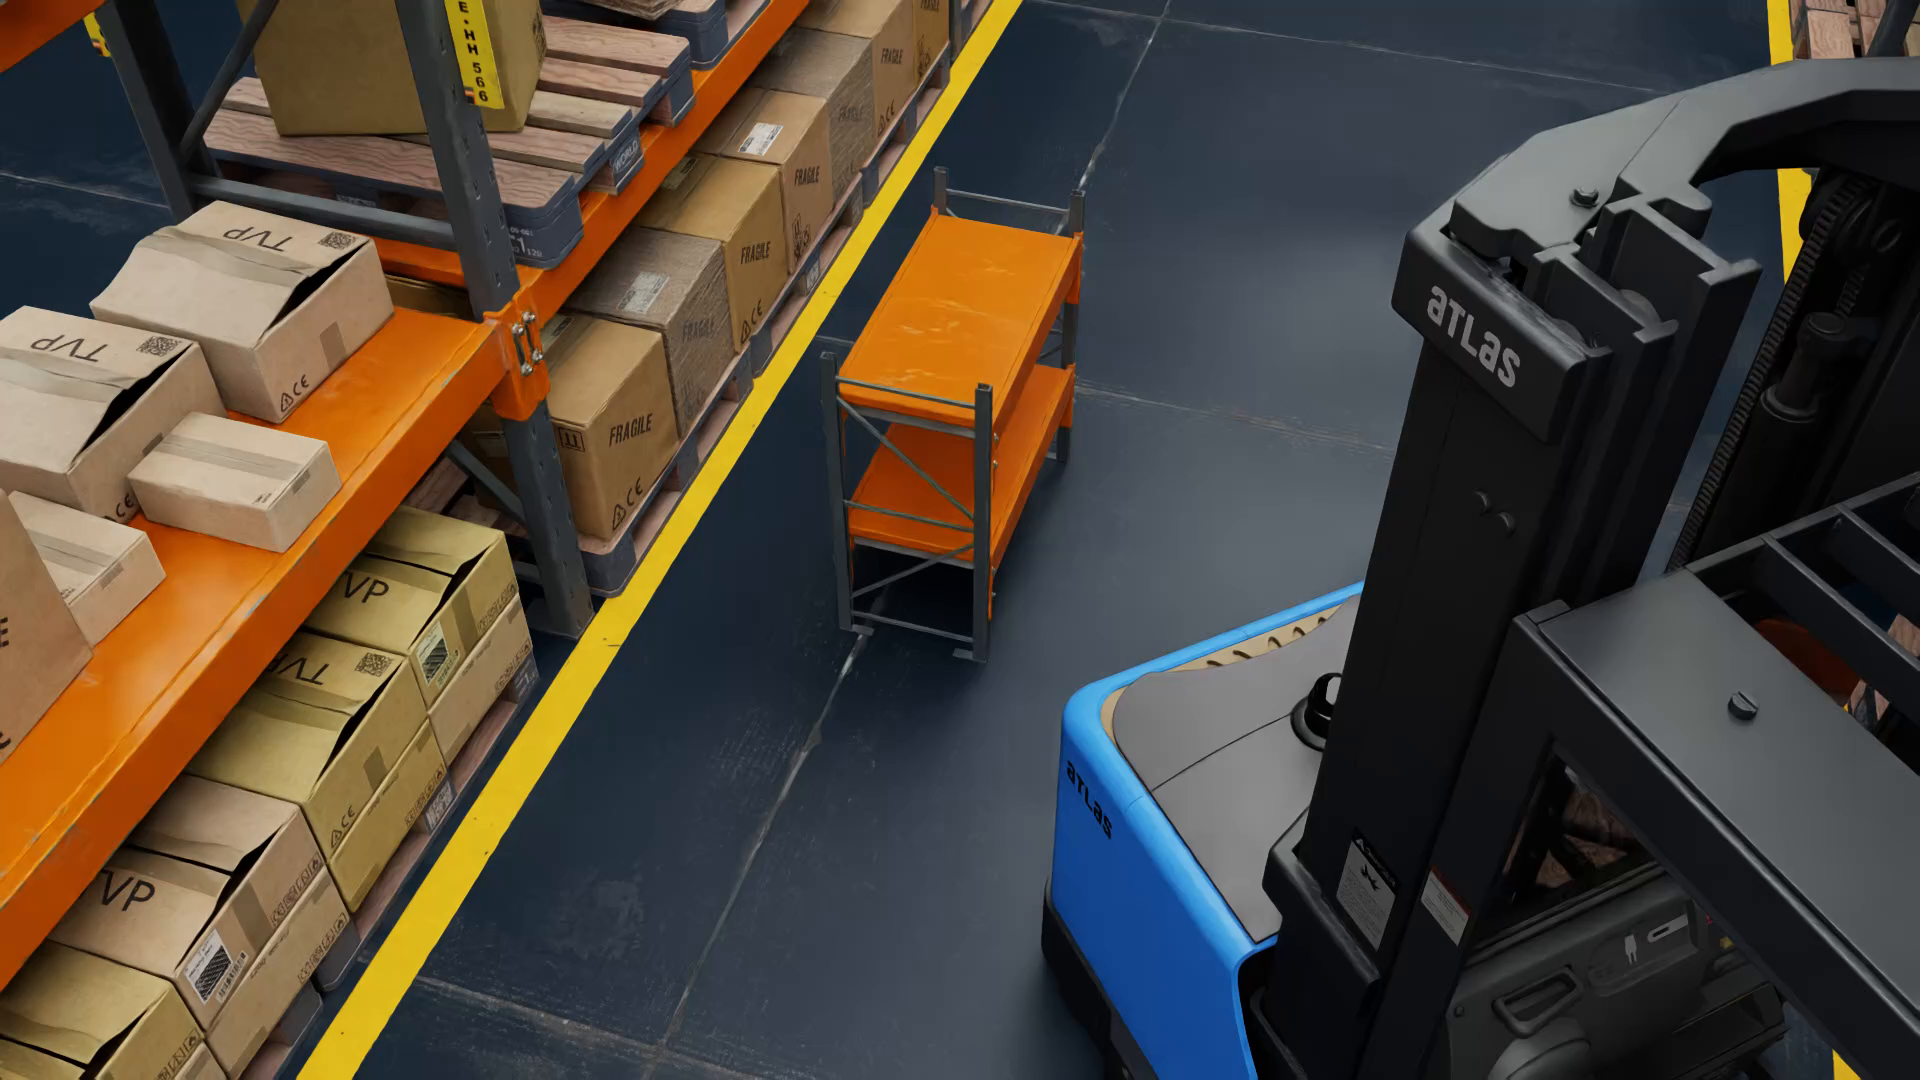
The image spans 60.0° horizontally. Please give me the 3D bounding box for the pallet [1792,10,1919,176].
[{"bbox_3d":[4.418,-2.004,7.647,1.003,0.211,1.213,13,46,13],"label":"pallet"}]

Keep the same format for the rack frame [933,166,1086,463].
[{"bbox_3d":[0.156,-0.745,5.707,0.500,1.125,0.032,13,46,13],"label":"rack frame"}]

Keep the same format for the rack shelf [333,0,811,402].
[{"bbox_3d":[-1.093,-1.964,6.126,1.077,0.370,4.000,13,46,13],"label":"rack shelf"}]

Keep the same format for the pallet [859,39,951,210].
[{"bbox_3d":[-0.698,-2.007,7.650,1.003,0.211,1.213,13,46,13],"label":"pallet"}]

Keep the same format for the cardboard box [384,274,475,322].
[{"bbox_3d":[-1.639,-0.825,5.921,0.500,0.500,0.500,14,46,14],"label":"cardboard box"}]

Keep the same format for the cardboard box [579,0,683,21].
[{"bbox_3d":[-1.157,-2.086,5.366,0.700,0.500,0.500,21,48,20],"label":"cardboard box"}]

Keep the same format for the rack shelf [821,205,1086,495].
[{"bbox_3d":[0.002,-0.616,5.156,0.538,0.278,1.000,13,46,13],"label":"rack shelf"}]

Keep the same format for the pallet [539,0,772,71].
[{"bbox_3d":[-1.114,-2.116,5.905,1.003,0.211,1.213,13,46,13],"label":"pallet"}]

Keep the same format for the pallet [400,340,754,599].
[{"bbox_3d":[-1.437,-0.381,5.988,1.003,0.211,1.213,13,46,13],"label":"pallet"}]

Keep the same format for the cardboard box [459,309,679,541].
[{"bbox_3d":[-1.289,-0.394,5.481,0.500,0.500,0.500,14,46,14],"label":"cardboard box"}]

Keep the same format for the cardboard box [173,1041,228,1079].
[{"bbox_3d":[-2.087,1.370,3.871,0.500,0.250,0.500,13,46,13],"label":"cardboard box"}]

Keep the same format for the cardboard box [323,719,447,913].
[{"bbox_3d":[-1.778,0.692,4.564,0.500,0.250,0.500,12,46,12],"label":"cardboard box"}]

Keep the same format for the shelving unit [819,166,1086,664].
[{"bbox_3d":[0.002,-0.407,5.361,0.538,1.125,1.048,13,46,13],"label":"shelving unit"}]

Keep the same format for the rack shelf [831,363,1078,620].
[{"bbox_3d":[0.002,-0.232,5.532,0.538,0.278,1.000,13,46,13],"label":"rack shelf"}]

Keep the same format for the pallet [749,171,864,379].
[{"bbox_3d":[-1.065,-1.191,6.816,1.003,0.211,1.213,13,46,13],"label":"pallet"}]

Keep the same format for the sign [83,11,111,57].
[{"bbox_3d":[-2.219,-1.382,4.246,0.100,0.325,0.005,13,46,13],"label":"sign"}]

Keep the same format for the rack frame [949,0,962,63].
[{"bbox_3d":[-0.488,-3.554,7.237,1.000,3.000,0.127,13,46,13],"label":"rack frame"}]

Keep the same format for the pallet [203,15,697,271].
[{"bbox_3d":[-1.560,-1.286,5.057,1.213,0.211,1.003,13,46,13],"label":"pallet"}]

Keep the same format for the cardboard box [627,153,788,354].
[{"bbox_3d":[-0.979,-1.078,6.179,0.500,0.500,0.500,12,46,12],"label":"cardboard box"}]

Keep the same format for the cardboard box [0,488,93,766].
[{"bbox_3d":[-2.191,0.198,3.331,0.500,0.500,0.500,10,45,10],"label":"cardboard box"}]

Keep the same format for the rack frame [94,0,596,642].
[{"bbox_3d":[-1.699,-0.888,4.512,1.000,3.000,0.127,13,46,13],"label":"rack frame"}]

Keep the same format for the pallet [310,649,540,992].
[{"bbox_3d":[-1.985,0.649,4.935,1.003,0.211,1.213,13,46,13],"label":"pallet"}]

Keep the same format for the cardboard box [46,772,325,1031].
[{"bbox_3d":[-1.929,0.829,4.022,0.500,0.311,0.500,12,46,12],"label":"cardboard box"}]

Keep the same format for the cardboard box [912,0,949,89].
[{"bbox_3d":[-0.364,-2.428,7.559,0.500,0.500,0.500,12,46,12],"label":"cardboard box"}]

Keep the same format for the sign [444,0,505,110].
[{"bbox_3d":[-1.169,-1.186,3.990,0.100,0.325,0.005,13,46,13],"label":"sign"}]

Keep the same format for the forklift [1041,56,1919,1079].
[{"bbox_3d":[1.316,0.860,2.776,1.130,2.935,3.031,-19,47,-18],"label":"forklift"}]

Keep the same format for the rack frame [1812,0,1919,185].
[{"bbox_3d":[4.232,-2.502,6.162,1.000,3.000,0.127,13,46,13],"label":"rack frame"}]

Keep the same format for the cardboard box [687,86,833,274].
[{"bbox_3d":[-0.826,-1.427,6.536,0.500,0.500,0.500,11,45,11],"label":"cardboard box"}]

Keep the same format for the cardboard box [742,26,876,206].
[{"bbox_3d":[-0.674,-1.766,6.883,0.500,0.500,0.500,13,46,13],"label":"cardboard box"}]

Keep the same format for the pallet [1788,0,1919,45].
[{"bbox_3d":[4.785,-2.820,8.481,1.003,0.211,1.213,13,46,13],"label":"pallet"}]

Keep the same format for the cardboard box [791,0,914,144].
[{"bbox_3d":[-0.522,-2.100,7.224,0.500,0.500,0.500,13,46,13],"label":"cardboard box"}]

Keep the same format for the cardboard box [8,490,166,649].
[{"bbox_3d":[-2.031,0.064,3.719,0.380,0.149,0.250,16,47,15],"label":"cardboard box"}]

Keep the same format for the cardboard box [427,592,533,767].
[{"bbox_3d":[-1.626,0.347,4.916,0.500,0.250,0.500,14,46,13],"label":"cardboard box"}]

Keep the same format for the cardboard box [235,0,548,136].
[{"bbox_3d":[-1.616,-1.517,4.784,0.700,0.500,0.500,-1,44,-1],"label":"cardboard box"}]

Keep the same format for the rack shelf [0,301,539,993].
[{"bbox_3d":[-2.305,0.703,3.402,1.077,0.370,4.000,13,46,13],"label":"rack shelf"}]

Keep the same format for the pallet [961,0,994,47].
[{"bbox_3d":[-0.279,-3.015,8.680,1.003,0.211,1.213,13,46,13],"label":"pallet"}]

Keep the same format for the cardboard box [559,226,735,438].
[{"bbox_3d":[-1.135,-0.745,5.839,0.500,0.500,0.500,11,45,11],"label":"cardboard box"}]

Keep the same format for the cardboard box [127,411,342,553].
[{"bbox_3d":[-1.708,-0.140,3.928,0.380,0.149,0.250,13,46,13],"label":"cardboard box"}]

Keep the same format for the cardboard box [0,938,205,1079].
[{"bbox_3d":[-2.083,1.163,3.682,0.500,0.311,0.500,14,46,14],"label":"cardboard box"}]

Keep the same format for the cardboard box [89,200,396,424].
[{"bbox_3d":[-1.851,-0.623,4.305,0.500,0.311,0.500,15,46,15],"label":"cardboard box"}]

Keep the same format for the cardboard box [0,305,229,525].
[{"bbox_3d":[-2.154,-0.301,3.976,0.500,0.311,0.500,12,46,12],"label":"cardboard box"}]

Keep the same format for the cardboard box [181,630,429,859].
[{"bbox_3d":[-1.774,0.494,4.366,0.500,0.311,0.500,12,46,12],"label":"cardboard box"}]

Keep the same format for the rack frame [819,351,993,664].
[{"bbox_3d":[-0.152,-0.068,5.015,0.500,1.125,0.032,13,46,13],"label":"rack frame"}]

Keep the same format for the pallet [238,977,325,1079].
[{"bbox_3d":[-2.357,1.460,4.107,1.003,0.211,1.213,13,46,13],"label":"pallet"}]

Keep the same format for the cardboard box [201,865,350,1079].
[{"bbox_3d":[-1.934,1.026,4.222,0.500,0.250,0.500,14,46,13],"label":"cardboard box"}]

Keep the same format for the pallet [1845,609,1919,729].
[{"bbox_3d":[3.220,0.626,4.959,1.003,0.211,1.213,13,46,13],"label":"pallet"}]

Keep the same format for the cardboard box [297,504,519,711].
[{"bbox_3d":[-1.623,0.146,4.721,0.500,0.311,0.500,14,46,14],"label":"cardboard box"}]
